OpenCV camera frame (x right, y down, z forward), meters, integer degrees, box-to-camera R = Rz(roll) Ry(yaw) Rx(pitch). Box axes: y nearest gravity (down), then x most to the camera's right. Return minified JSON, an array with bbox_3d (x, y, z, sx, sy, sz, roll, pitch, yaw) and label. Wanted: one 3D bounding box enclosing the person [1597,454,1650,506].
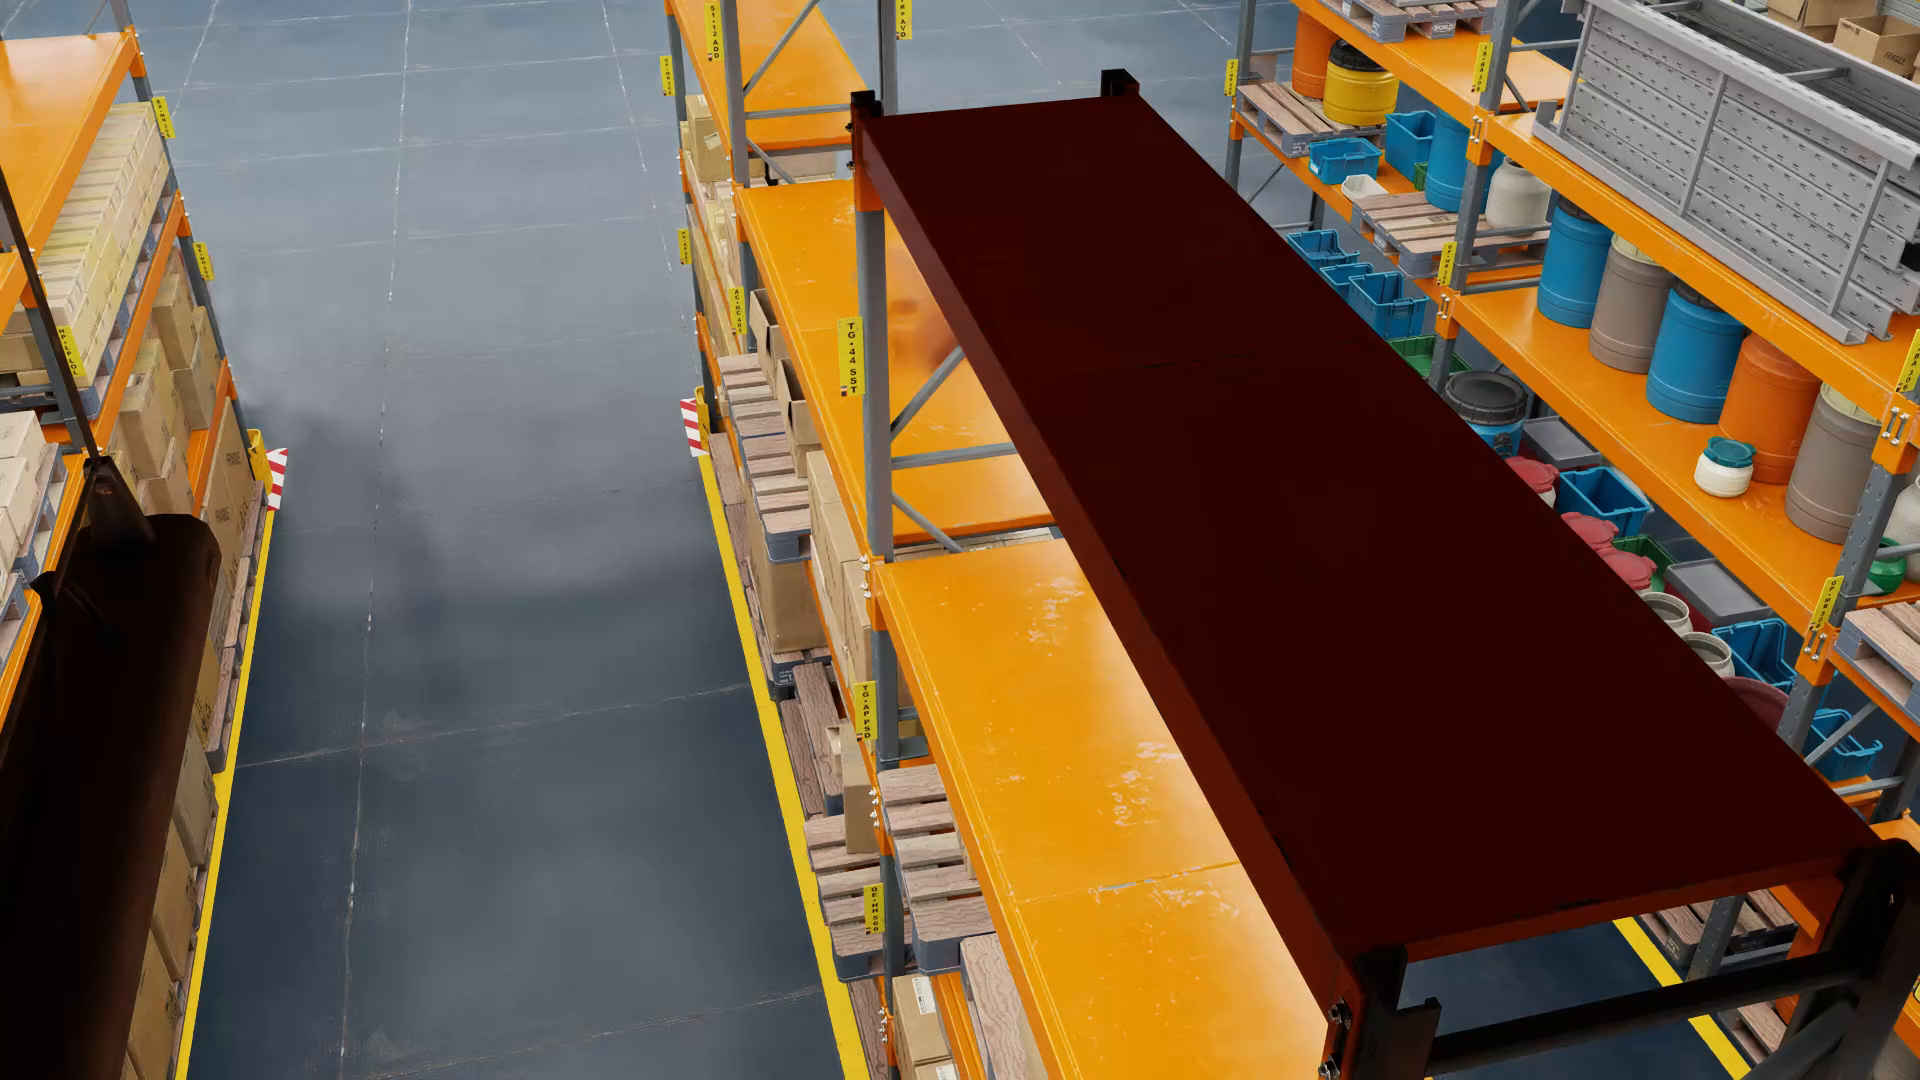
[{"bbox_3d":[5.453,-0.870,13.840,0.663,1.772,0.816,-17,38,-23],"label":"person"}]
